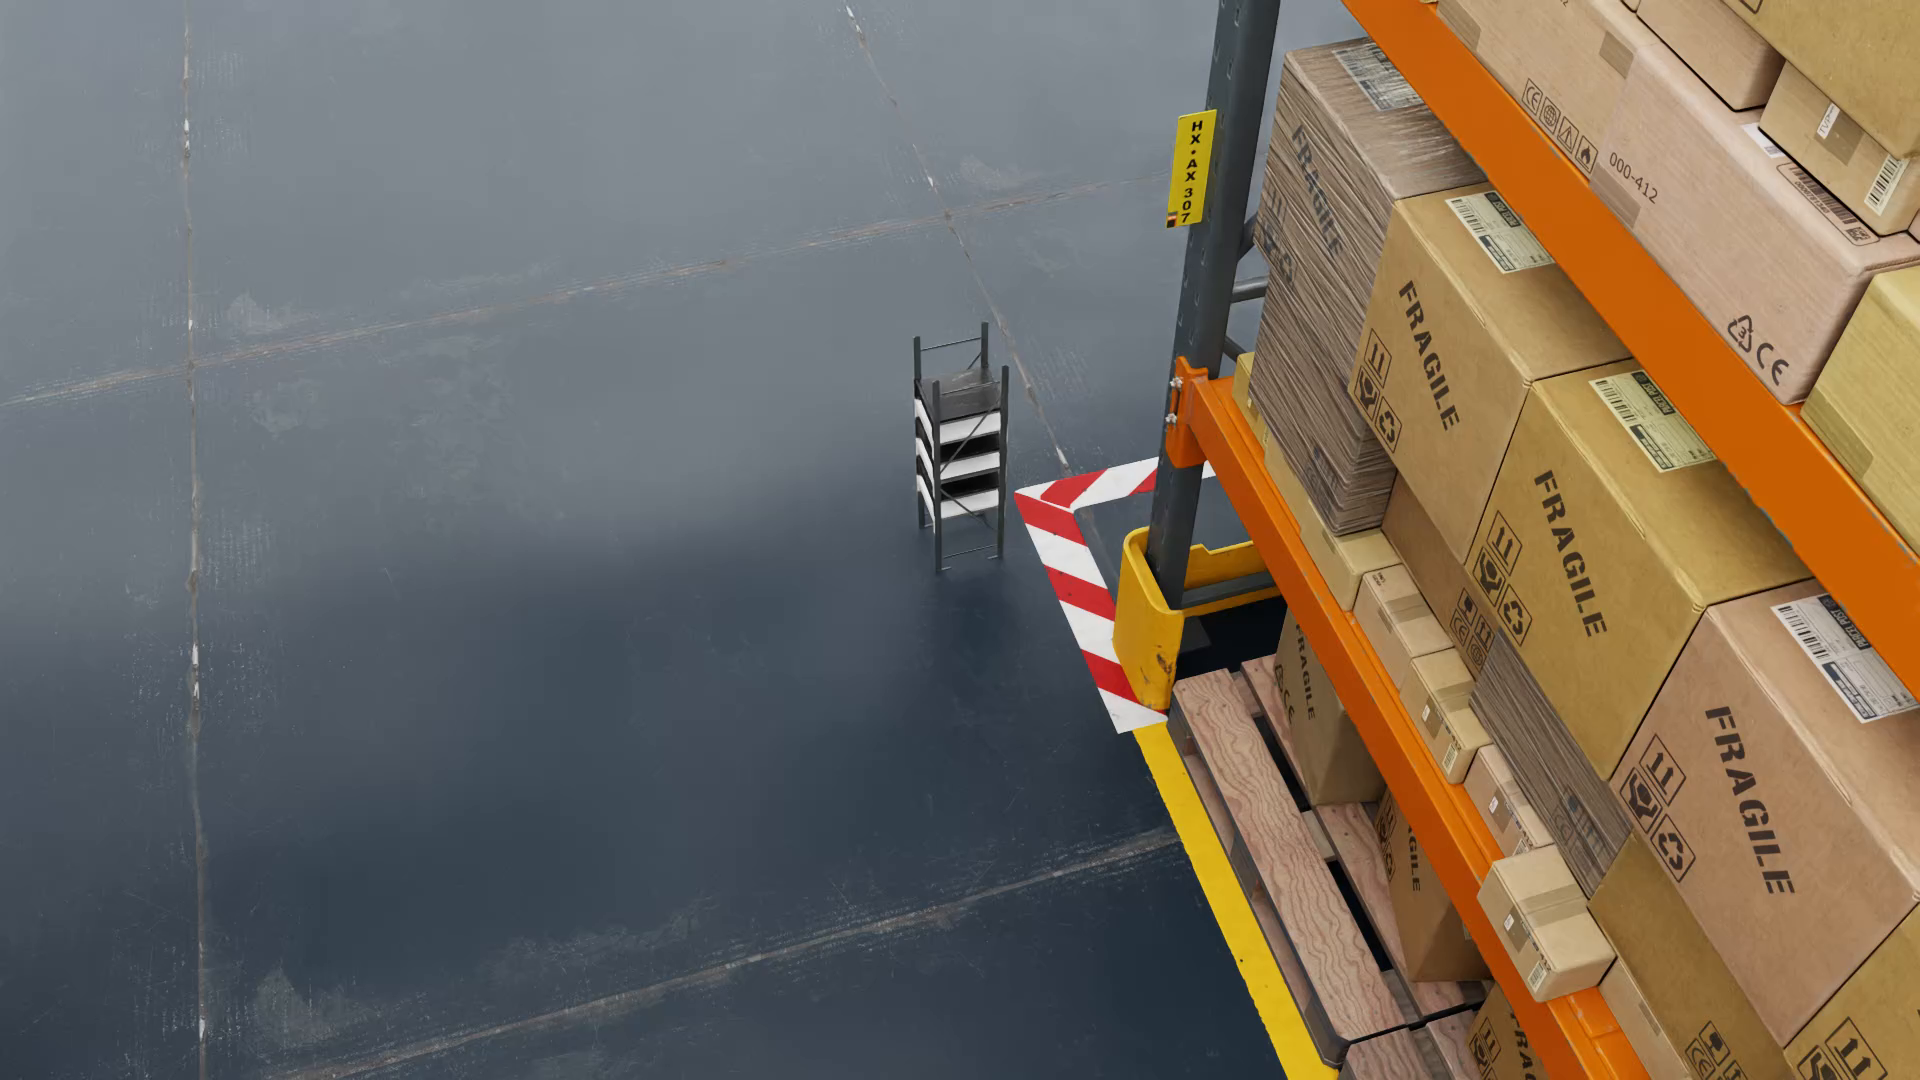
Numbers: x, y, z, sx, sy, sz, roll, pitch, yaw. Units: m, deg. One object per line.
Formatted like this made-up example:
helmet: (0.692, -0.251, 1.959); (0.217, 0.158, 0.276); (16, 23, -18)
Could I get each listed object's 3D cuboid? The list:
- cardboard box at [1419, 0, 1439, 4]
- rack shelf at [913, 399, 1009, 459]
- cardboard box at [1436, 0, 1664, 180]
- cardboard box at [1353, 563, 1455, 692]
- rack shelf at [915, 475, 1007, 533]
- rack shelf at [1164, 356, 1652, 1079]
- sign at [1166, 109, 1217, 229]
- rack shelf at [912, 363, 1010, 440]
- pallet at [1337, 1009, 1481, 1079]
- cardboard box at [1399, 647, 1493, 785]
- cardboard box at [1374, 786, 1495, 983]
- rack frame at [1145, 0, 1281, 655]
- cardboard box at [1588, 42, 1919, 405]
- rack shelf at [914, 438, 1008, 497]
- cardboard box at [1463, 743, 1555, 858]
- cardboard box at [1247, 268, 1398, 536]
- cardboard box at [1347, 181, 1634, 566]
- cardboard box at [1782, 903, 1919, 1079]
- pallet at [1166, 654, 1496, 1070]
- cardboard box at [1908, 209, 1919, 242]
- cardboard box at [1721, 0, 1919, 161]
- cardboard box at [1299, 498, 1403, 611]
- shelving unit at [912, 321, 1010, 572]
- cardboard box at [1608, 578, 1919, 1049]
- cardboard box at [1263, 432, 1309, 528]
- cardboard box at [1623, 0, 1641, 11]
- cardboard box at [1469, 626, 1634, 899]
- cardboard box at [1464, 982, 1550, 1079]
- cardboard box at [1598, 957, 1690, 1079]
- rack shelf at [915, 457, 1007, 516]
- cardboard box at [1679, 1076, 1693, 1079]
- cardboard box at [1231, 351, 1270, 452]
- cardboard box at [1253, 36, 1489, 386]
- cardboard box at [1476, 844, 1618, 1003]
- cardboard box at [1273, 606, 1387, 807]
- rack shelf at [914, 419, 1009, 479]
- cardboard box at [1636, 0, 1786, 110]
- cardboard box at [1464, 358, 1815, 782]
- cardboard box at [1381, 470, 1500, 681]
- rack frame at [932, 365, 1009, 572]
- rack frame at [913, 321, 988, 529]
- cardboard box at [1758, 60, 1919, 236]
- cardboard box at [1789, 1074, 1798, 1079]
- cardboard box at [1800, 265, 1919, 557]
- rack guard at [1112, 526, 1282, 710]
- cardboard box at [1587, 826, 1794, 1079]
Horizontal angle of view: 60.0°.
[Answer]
cardboard box: (0.967, -1.233, 2.964); (0.500, 0.250, 0.500); (-12, 51, -10)
rack shelf: (0.002, -0.379, 5.289); (0.258, 0.077, 0.200); (-13, 51, -11)
cardboard box: (1.125, -0.858, 2.647); (0.500, 0.250, 0.500); (-14, 51, -12)
cardboard box: (1.136, 0.169, 3.810); (0.380, 0.149, 0.250); (-13, 51, -11)
rack shelf: (0.002, -0.147, 5.564); (0.258, 0.077, 0.200); (-13, 51, -11)
rack shelf: (1.662, 0.968, 3.443); (1.077, 0.370, 4.000); (-13, 51, -11)
sign: (0.553, -0.881, 3.965); (0.100, 0.325, 0.005); (-13, 51, -11)
rack shelf: (0.002, -0.437, 5.220); (0.258, 0.077, 0.200); (-13, 51, -11)
pallet: (1.657, 1.720, 4.162); (1.003, 0.211, 1.213); (-13, 51, -11)
cardboard box: (1.204, 0.353, 3.655); (0.380, 0.149, 0.250); (-13, 51, -11)
cardboard box: (1.449, 0.834, 4.445); (0.500, 0.500, 0.500); (-2, 50, -1)
rack frame: (1.071, -0.725, 4.399); (1.000, 3.000, 0.127); (-13, 51, -11)
cardboard box: (1.268, -0.495, 2.342); (0.500, 0.250, 0.500); (-13, 51, -11)
rack shelf: (0.002, -0.263, 5.426); (0.258, 0.077, 0.200); (-13, 51, -11)
cardboard box: (1.304, 0.530, 3.506); (0.380, 0.149, 0.250); (-13, 51, -11)
cardboard box: (1.207, -0.445, 3.903); (0.875, 0.500, 0.500); (-13, 51, -11)
cardboard box: (1.114, -0.345, 3.165); (0.500, 0.500, 0.500); (-13, 51, -11)
cardboard box: (1.562, 0.749, 2.242); (0.500, 0.500, 0.500); (-13, 51, -11)
pallet: (1.300, 0.831, 4.912); (1.003, 0.211, 1.213); (-13, 51, -11)
cardboard box: (1.402, -0.389, 1.992); (0.380, 0.149, 0.250); (-14, 51, -11)
cardboard box: (1.252, -0.836, 1.944); (0.500, 0.500, 0.500); (-14, 51, -11)
cardboard box: (1.043, -0.009, 3.960); (0.380, 0.149, 0.250); (-13, 51, -11)
shelving unit: (0.002, -0.284, 5.401); (0.258, 0.900, 0.210); (-13, 51, -11)
cardboard box: (1.417, 0.384, 2.551); (0.500, 0.500, 0.500); (-13, 51, -11)
cardboard box: (0.983, -0.195, 4.117); (0.380, 0.149, 0.250); (-13, 51, -11)
cardboard box: (1.121, -0.936, 2.452); (0.380, 0.149, 0.250); (-11, 51, -10)
cardboard box: (1.576, 0.268, 3.302); (0.875, 0.500, 0.500); (-13, 51, -11)
cardboard box: (1.616, 1.296, 4.056); (0.500, 0.500, 0.500); (-9, 50, -8)
cardboard box: (1.479, 0.888, 3.204); (0.380, 0.149, 0.250); (-13, 51, -11)
rack shelf: (0.002, -0.205, 5.495); (0.258, 0.077, 0.200); (-13, 51, -11)
cardboard box: (1.480, 1.088, 3.035); (0.380, 0.149, 0.250); (-13, 51, -11)
cardboard box: (0.928, -0.382, 4.274); (0.380, 0.149, 0.250); (-13, 51, -11)
cardboard box: (0.973, -0.712, 3.474); (0.500, 0.500, 0.500); (-13, 51, -11)
cardboard box: (1.278, 0.736, 3.332); (0.380, 0.149, 0.250); (-13, 51, -11)
cardboard box: (1.240, 0.405, 4.807); (0.500, 0.500, 0.500); (-5, 50, -4)
rack shelf: (0.002, -0.321, 5.358); (0.258, 0.077, 0.200); (-13, 51, -11)
cardboard box: (1.189, -0.757, 2.302); (0.380, 0.149, 0.250); (-13, 51, -11)
cardboard box: (1.264, 0.020, 2.858); (0.500, 0.500, 0.500); (-13, 51, -11)
cardboard box: (1.470, -0.107, 3.618); (0.875, 0.500, 0.500); (-13, 51, -11)
rack frame: (0.032, -0.210, 5.338); (0.240, 0.900, 0.006); (-13, 51, -11)
rack frame: (-0.028, -0.358, 5.464); (0.240, 0.900, 0.006); (-13, 51, -11)
cardboard box: (1.284, -0.561, 2.136); (0.380, 0.149, 0.250); (-15, 52, -13)
cardboard box: (1.822, 1.010, 2.676); (0.875, 0.500, 0.500); (-13, 51, -11)
cardboard box: (1.426, -0.116, 2.022); (0.500, 0.250, 0.500); (-12, 51, -10)
rack guard: (1.093, 0.136, 5.308); (1.175, 0.500, 0.348); (-13, 51, -11)
cardboard box: (1.713, 0.636, 2.992); (0.875, 0.500, 0.500); (-13, 51, -11)
